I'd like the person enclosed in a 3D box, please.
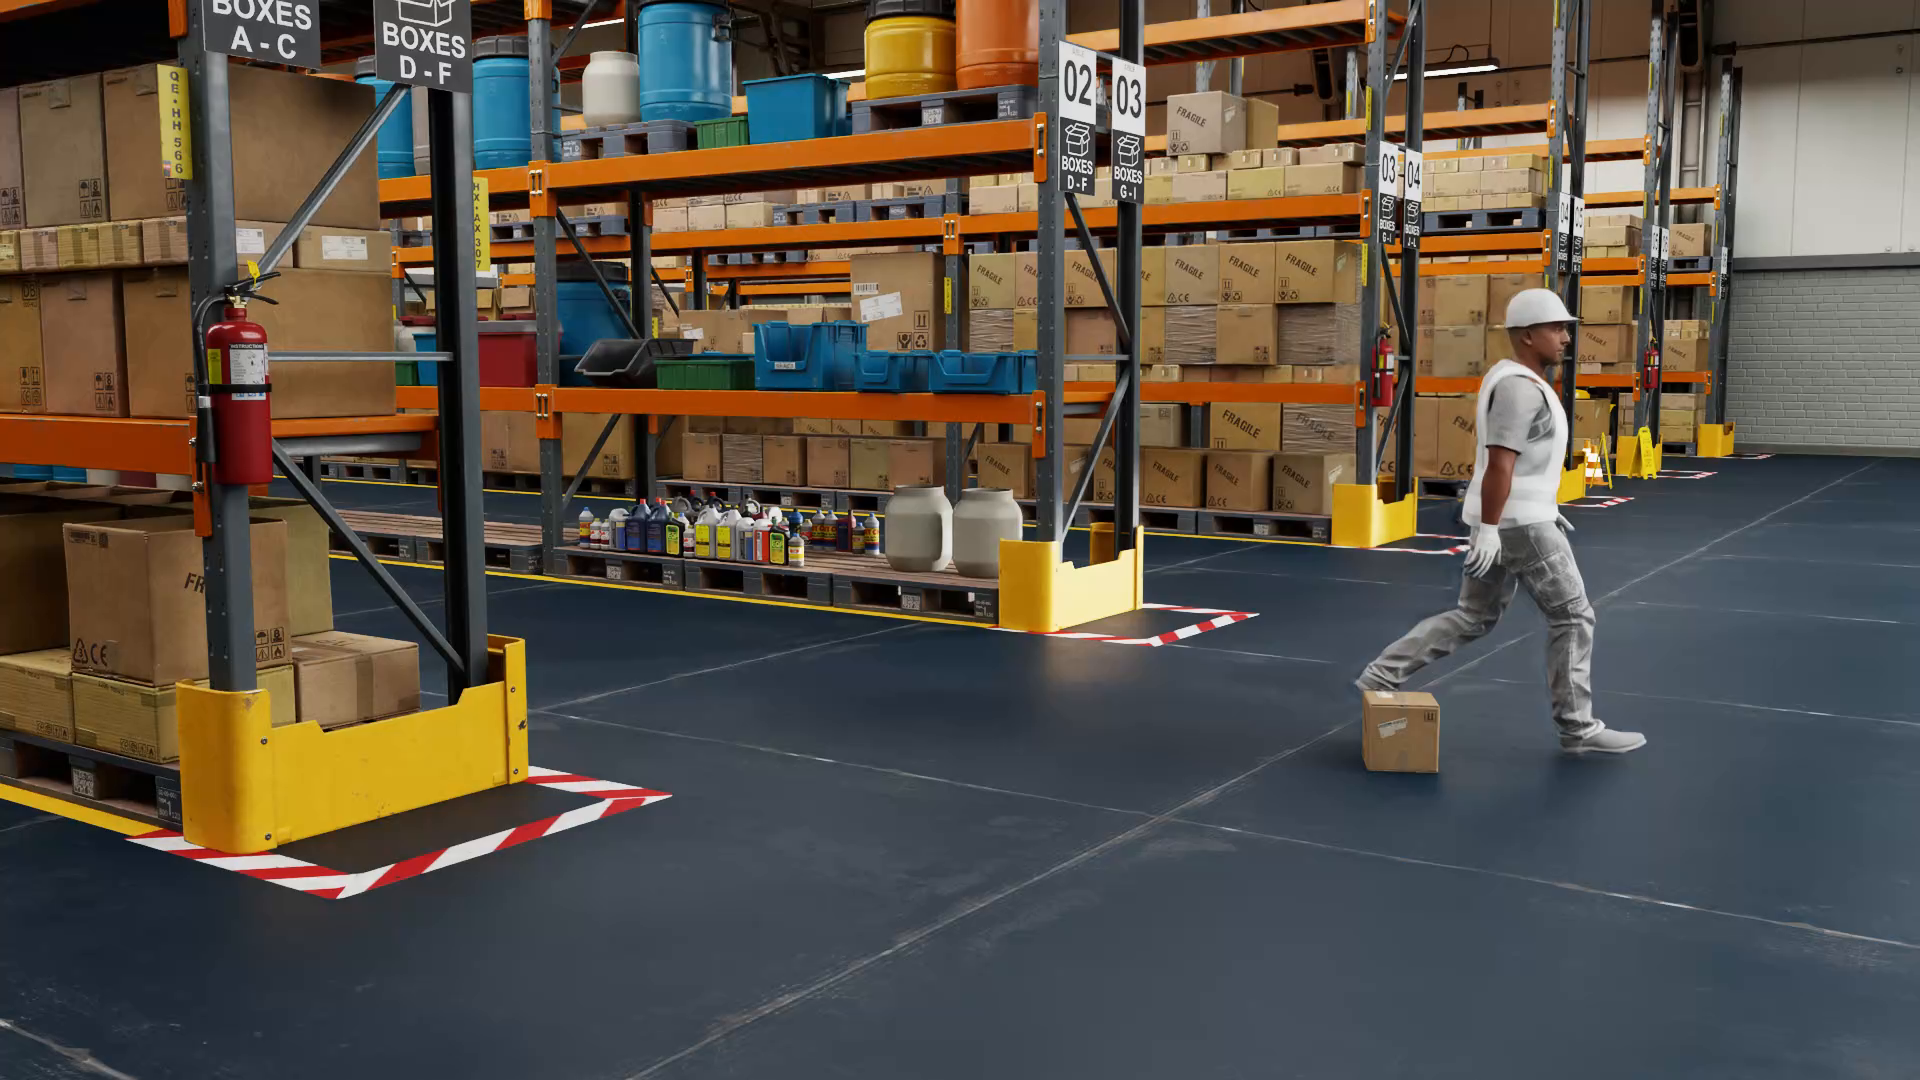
[{"bbox_3d":[2.048,-0.070,6.275,1.057,1.738,0.559,1,6,9],"label":"person"}]
